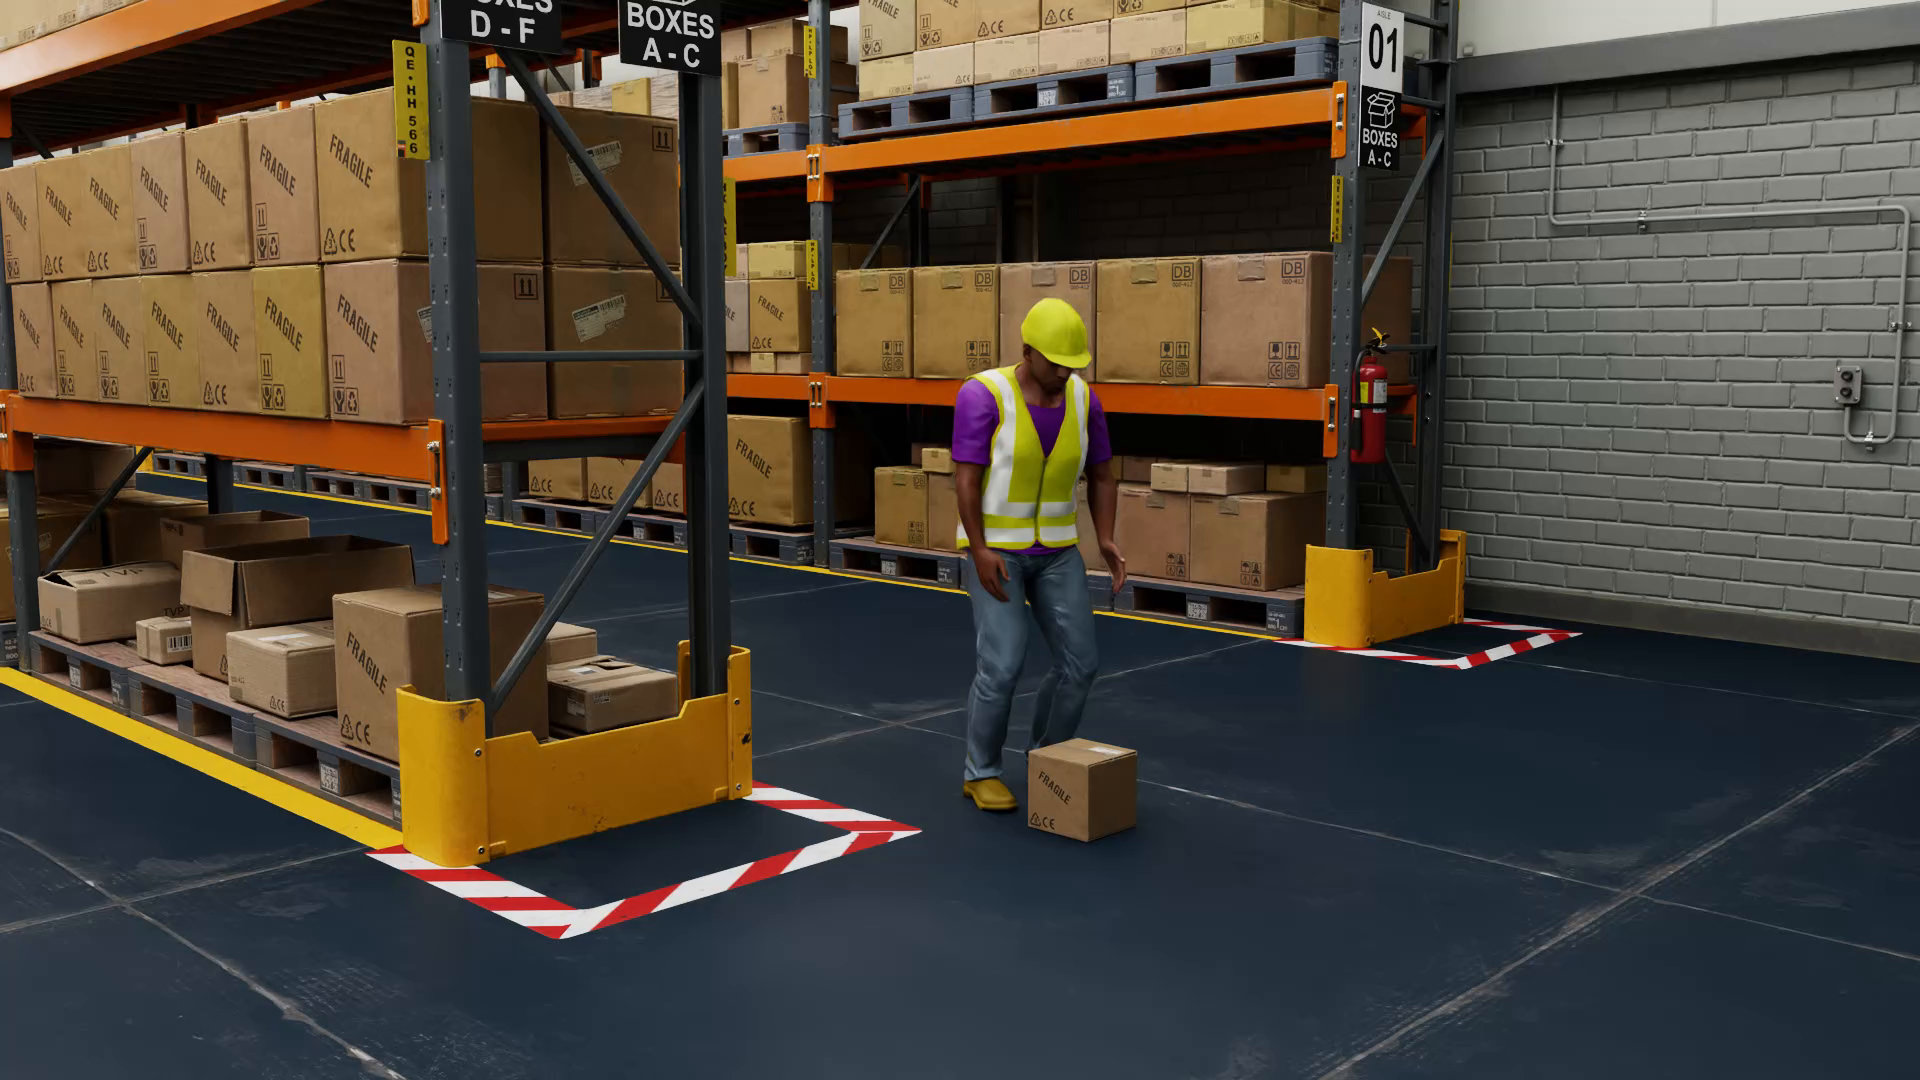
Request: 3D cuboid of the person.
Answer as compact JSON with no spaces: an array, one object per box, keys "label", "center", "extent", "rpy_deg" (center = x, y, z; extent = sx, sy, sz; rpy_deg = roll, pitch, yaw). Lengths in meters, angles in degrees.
[{"label":"person","center":[0.259,0.045,5.602],"extent":[0.599,1.693,0.491],"rpy_deg":[-3,8,-24]}]
